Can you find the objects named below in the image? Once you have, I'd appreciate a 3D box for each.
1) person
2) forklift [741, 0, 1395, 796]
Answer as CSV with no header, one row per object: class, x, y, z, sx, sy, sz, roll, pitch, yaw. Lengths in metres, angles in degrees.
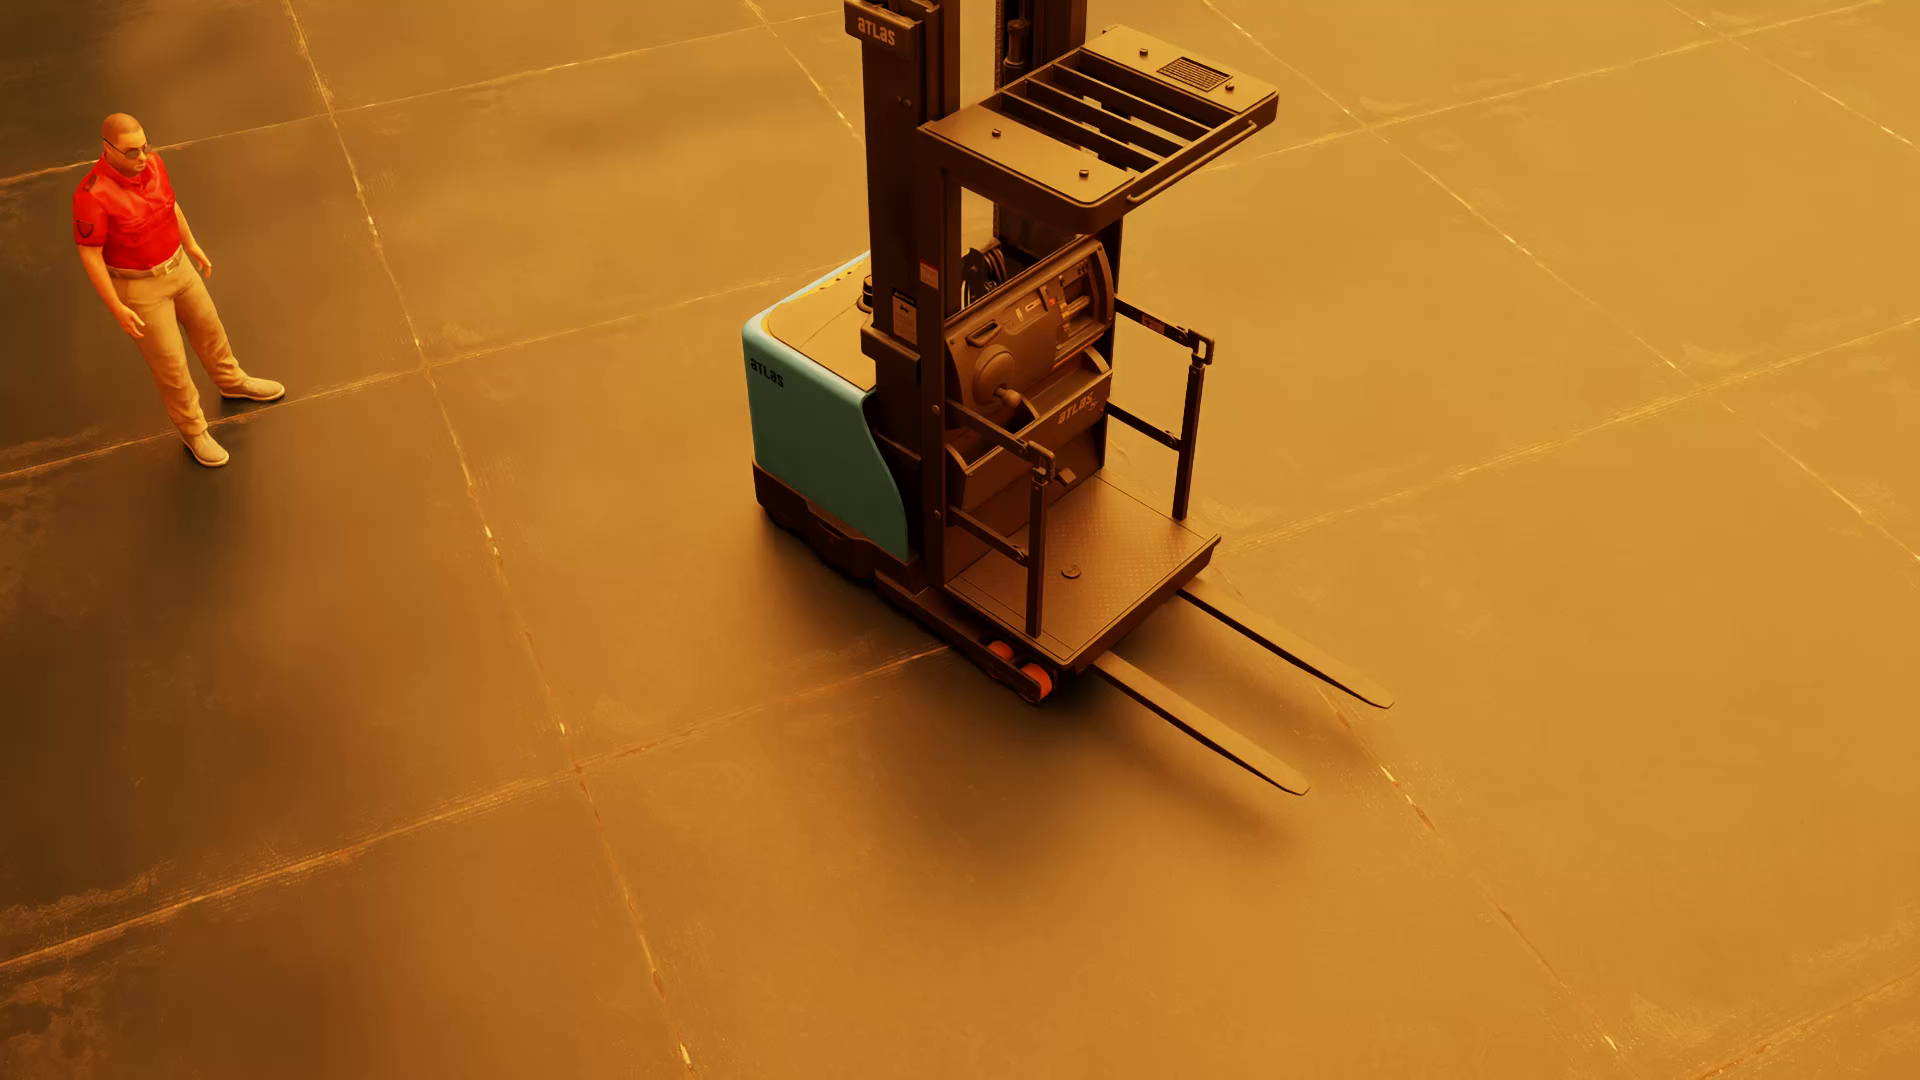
person,-3.763,-1.228,7.880,0.453,1.733,0.677,13,44,13
forklift,0.445,-0.788,6.525,3.031,2.935,1.130,32,52,30
